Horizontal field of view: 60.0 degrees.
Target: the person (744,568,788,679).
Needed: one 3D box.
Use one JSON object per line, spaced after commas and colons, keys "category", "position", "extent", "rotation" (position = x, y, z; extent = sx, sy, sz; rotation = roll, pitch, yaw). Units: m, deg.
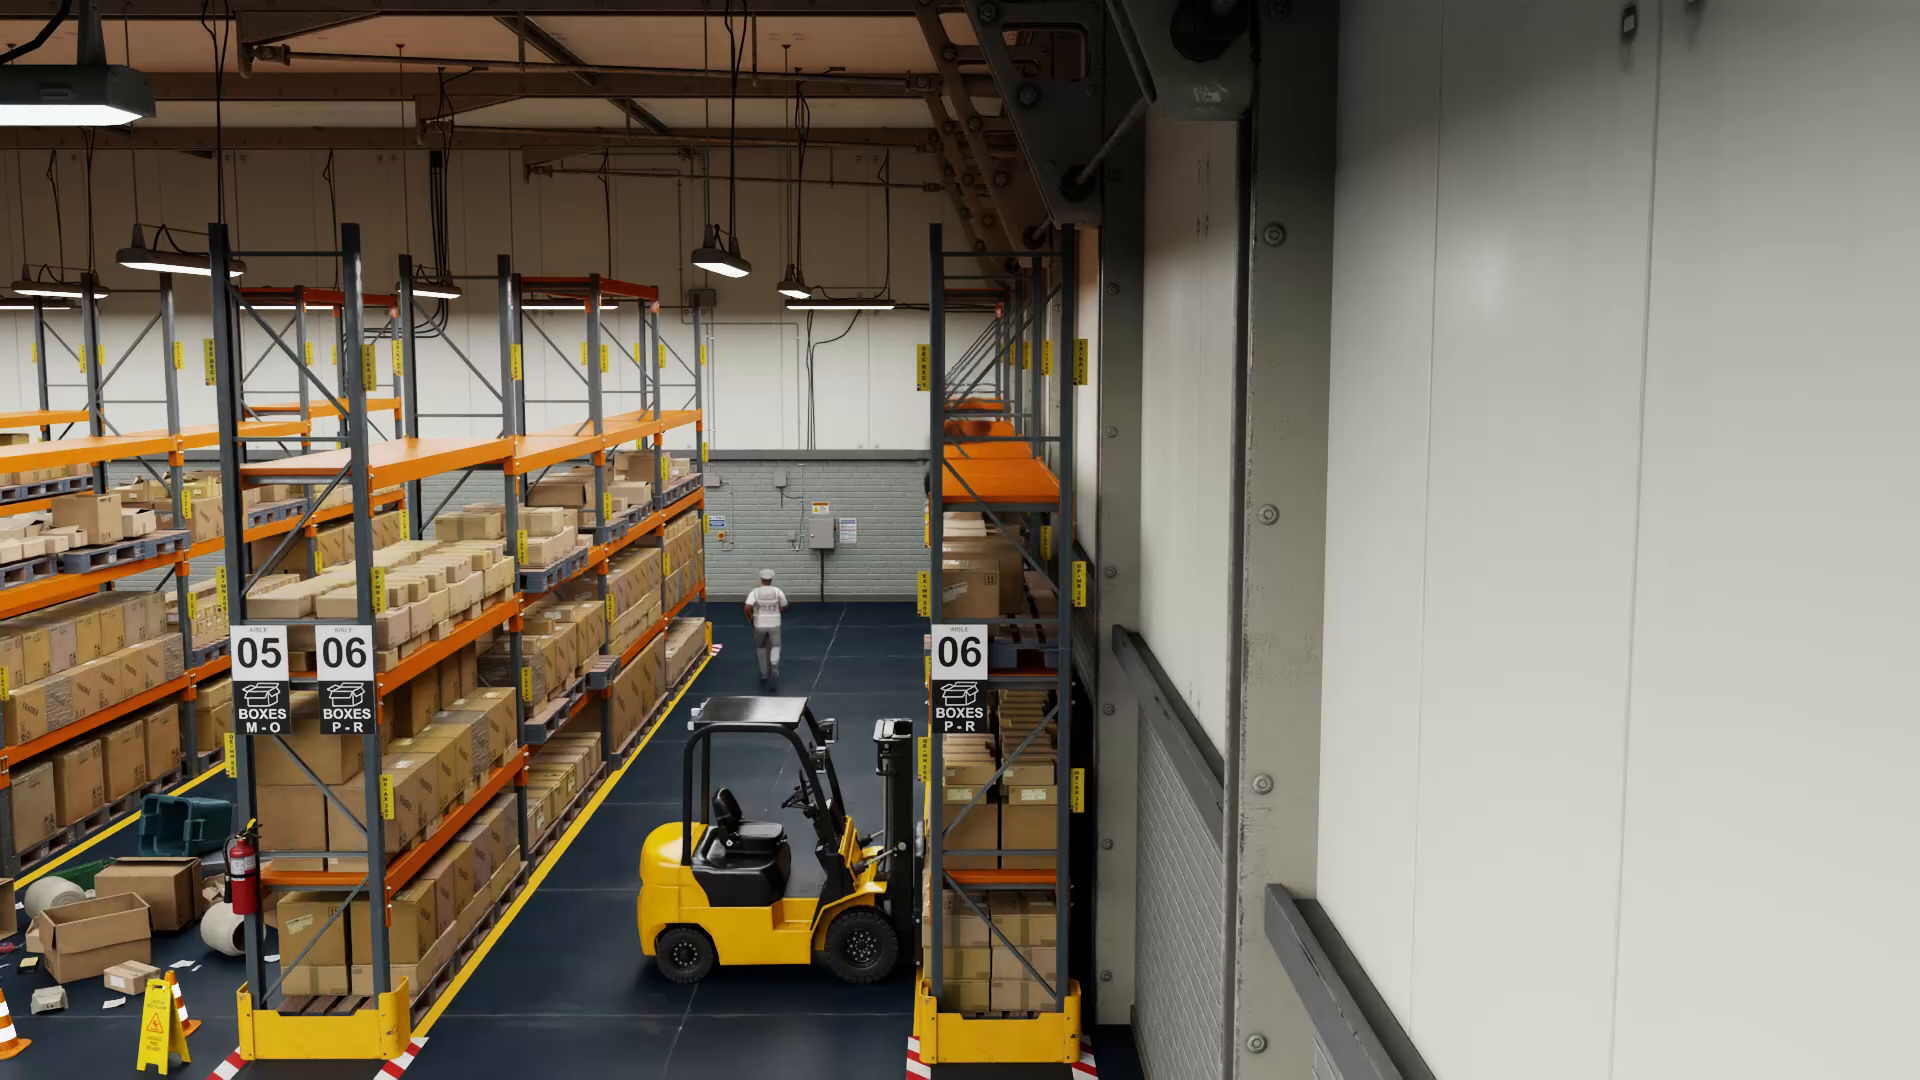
{"category": "person", "position": [-2.984, 1.307, 25.651], "extent": [0.674, 1.745, 0.817], "rotation": [-1, 7, -8]}
